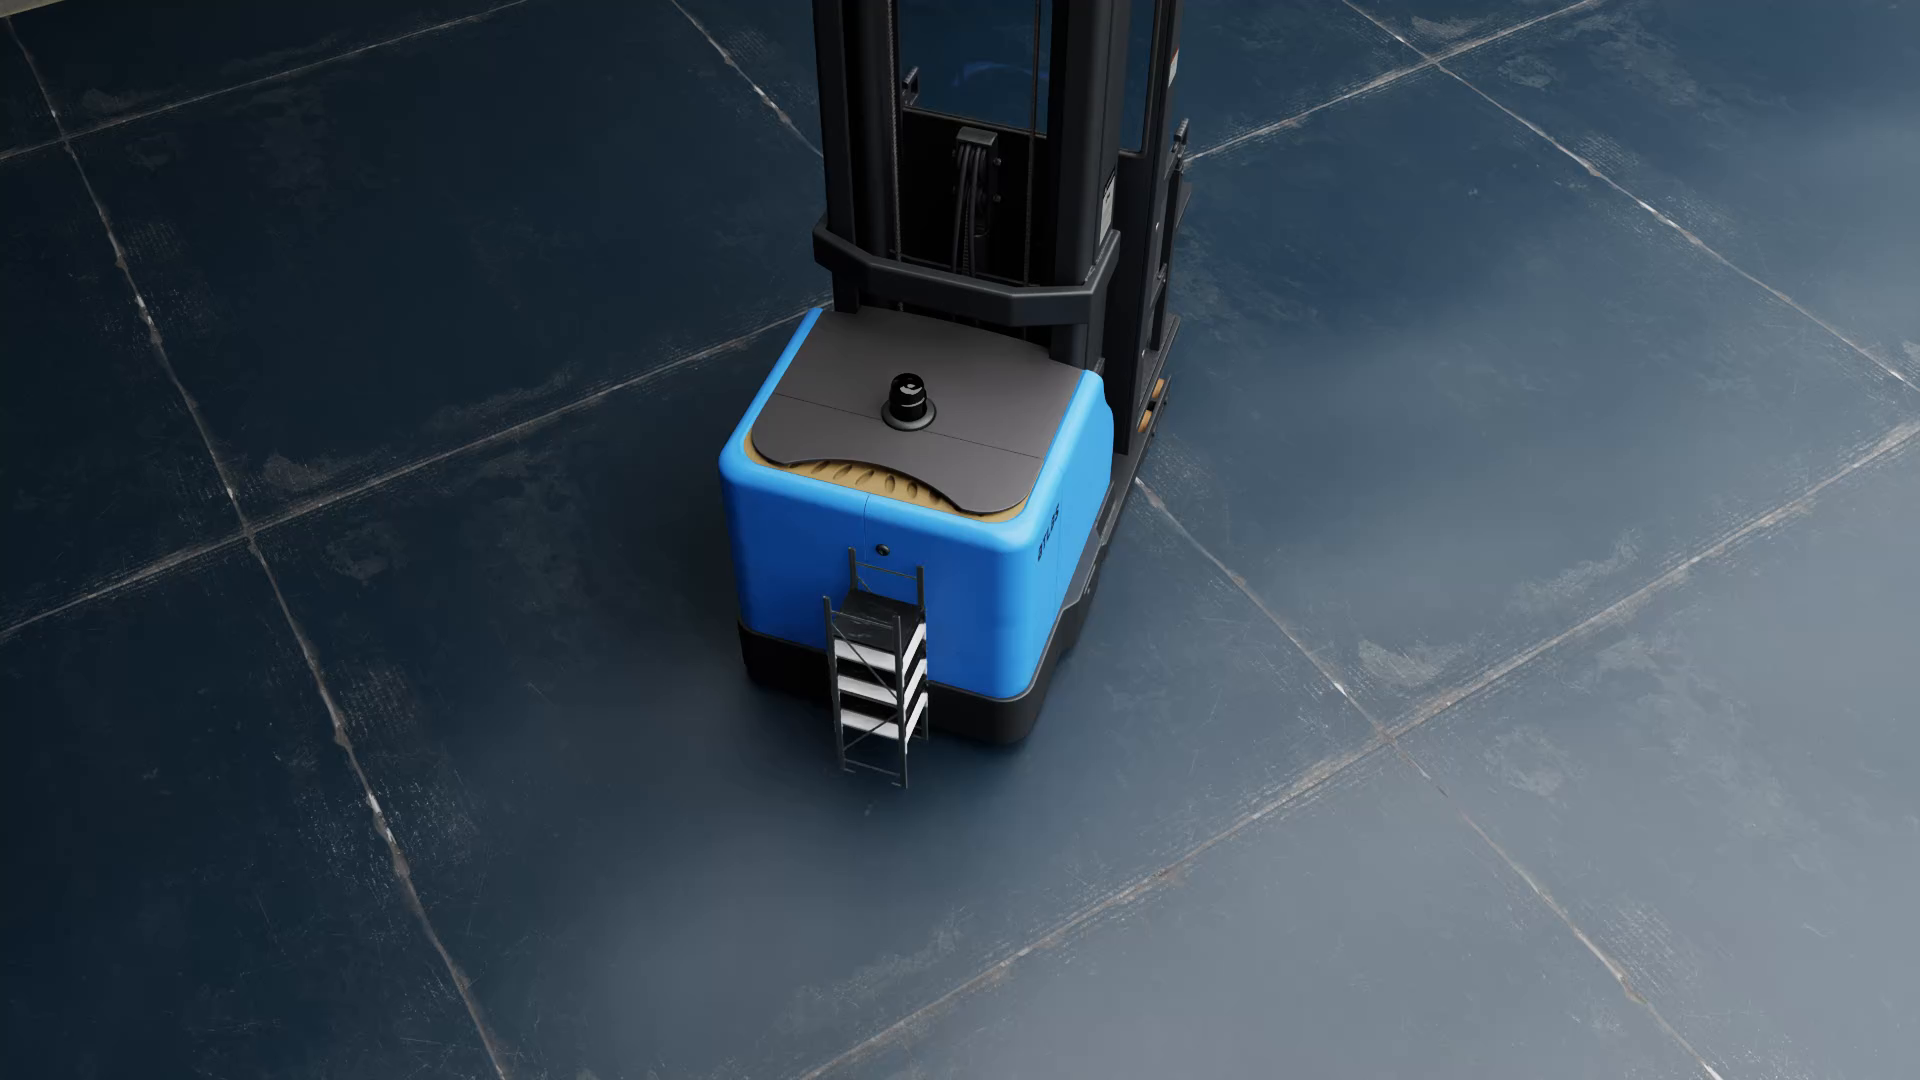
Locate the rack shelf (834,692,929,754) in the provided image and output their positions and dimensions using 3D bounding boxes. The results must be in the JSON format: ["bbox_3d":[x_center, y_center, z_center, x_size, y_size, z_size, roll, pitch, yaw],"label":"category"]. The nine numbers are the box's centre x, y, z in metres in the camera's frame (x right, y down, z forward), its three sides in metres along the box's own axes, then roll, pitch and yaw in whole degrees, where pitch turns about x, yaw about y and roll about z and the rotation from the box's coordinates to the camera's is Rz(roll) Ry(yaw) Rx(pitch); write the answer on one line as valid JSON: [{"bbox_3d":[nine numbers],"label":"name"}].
[{"bbox_3d":[-0.256,0.565,5.430,0.258,0.077,0.200,15,50,13],"label":"rack shelf"}]

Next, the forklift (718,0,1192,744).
[{"bbox_3d":[0.207,-1.420,5.552,1.130,2.935,3.031,15,50,13],"label":"forklift"}]

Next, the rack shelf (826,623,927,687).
[{"bbox_3d":[-0.256,0.326,5.161,0.258,0.077,0.200,15,50,13],"label":"rack shelf"}]

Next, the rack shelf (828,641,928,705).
[{"bbox_3d":[-0.256,0.386,5.228,0.258,0.077,0.200,15,50,13],"label":"rack shelf"}]

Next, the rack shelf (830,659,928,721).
[{"bbox_3d":[-0.256,0.445,5.295,0.258,0.077,0.200,15,50,13],"label":"rack shelf"}]

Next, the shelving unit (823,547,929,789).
[{"bbox_3d":[-0.256,0.423,5.270,0.258,0.900,0.210,15,50,13],"label":"shelving unit"}]

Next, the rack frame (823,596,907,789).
[{"bbox_3d":[-0.289,0.495,5.207,0.240,0.900,0.006,15,50,13],"label":"rack frame"}]

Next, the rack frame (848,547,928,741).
[{"bbox_3d":[-0.223,0.352,5.334,0.240,0.900,0.006,15,50,13],"label":"rack frame"}]

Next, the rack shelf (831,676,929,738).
[{"bbox_3d":[-0.256,0.505,5.363,0.258,0.077,0.200,15,50,13],"label":"rack shelf"}]

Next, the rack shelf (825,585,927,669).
[{"bbox_3d":[-0.256,0.266,5.094,0.258,0.077,0.200,15,50,13],"label":"rack shelf"}]
